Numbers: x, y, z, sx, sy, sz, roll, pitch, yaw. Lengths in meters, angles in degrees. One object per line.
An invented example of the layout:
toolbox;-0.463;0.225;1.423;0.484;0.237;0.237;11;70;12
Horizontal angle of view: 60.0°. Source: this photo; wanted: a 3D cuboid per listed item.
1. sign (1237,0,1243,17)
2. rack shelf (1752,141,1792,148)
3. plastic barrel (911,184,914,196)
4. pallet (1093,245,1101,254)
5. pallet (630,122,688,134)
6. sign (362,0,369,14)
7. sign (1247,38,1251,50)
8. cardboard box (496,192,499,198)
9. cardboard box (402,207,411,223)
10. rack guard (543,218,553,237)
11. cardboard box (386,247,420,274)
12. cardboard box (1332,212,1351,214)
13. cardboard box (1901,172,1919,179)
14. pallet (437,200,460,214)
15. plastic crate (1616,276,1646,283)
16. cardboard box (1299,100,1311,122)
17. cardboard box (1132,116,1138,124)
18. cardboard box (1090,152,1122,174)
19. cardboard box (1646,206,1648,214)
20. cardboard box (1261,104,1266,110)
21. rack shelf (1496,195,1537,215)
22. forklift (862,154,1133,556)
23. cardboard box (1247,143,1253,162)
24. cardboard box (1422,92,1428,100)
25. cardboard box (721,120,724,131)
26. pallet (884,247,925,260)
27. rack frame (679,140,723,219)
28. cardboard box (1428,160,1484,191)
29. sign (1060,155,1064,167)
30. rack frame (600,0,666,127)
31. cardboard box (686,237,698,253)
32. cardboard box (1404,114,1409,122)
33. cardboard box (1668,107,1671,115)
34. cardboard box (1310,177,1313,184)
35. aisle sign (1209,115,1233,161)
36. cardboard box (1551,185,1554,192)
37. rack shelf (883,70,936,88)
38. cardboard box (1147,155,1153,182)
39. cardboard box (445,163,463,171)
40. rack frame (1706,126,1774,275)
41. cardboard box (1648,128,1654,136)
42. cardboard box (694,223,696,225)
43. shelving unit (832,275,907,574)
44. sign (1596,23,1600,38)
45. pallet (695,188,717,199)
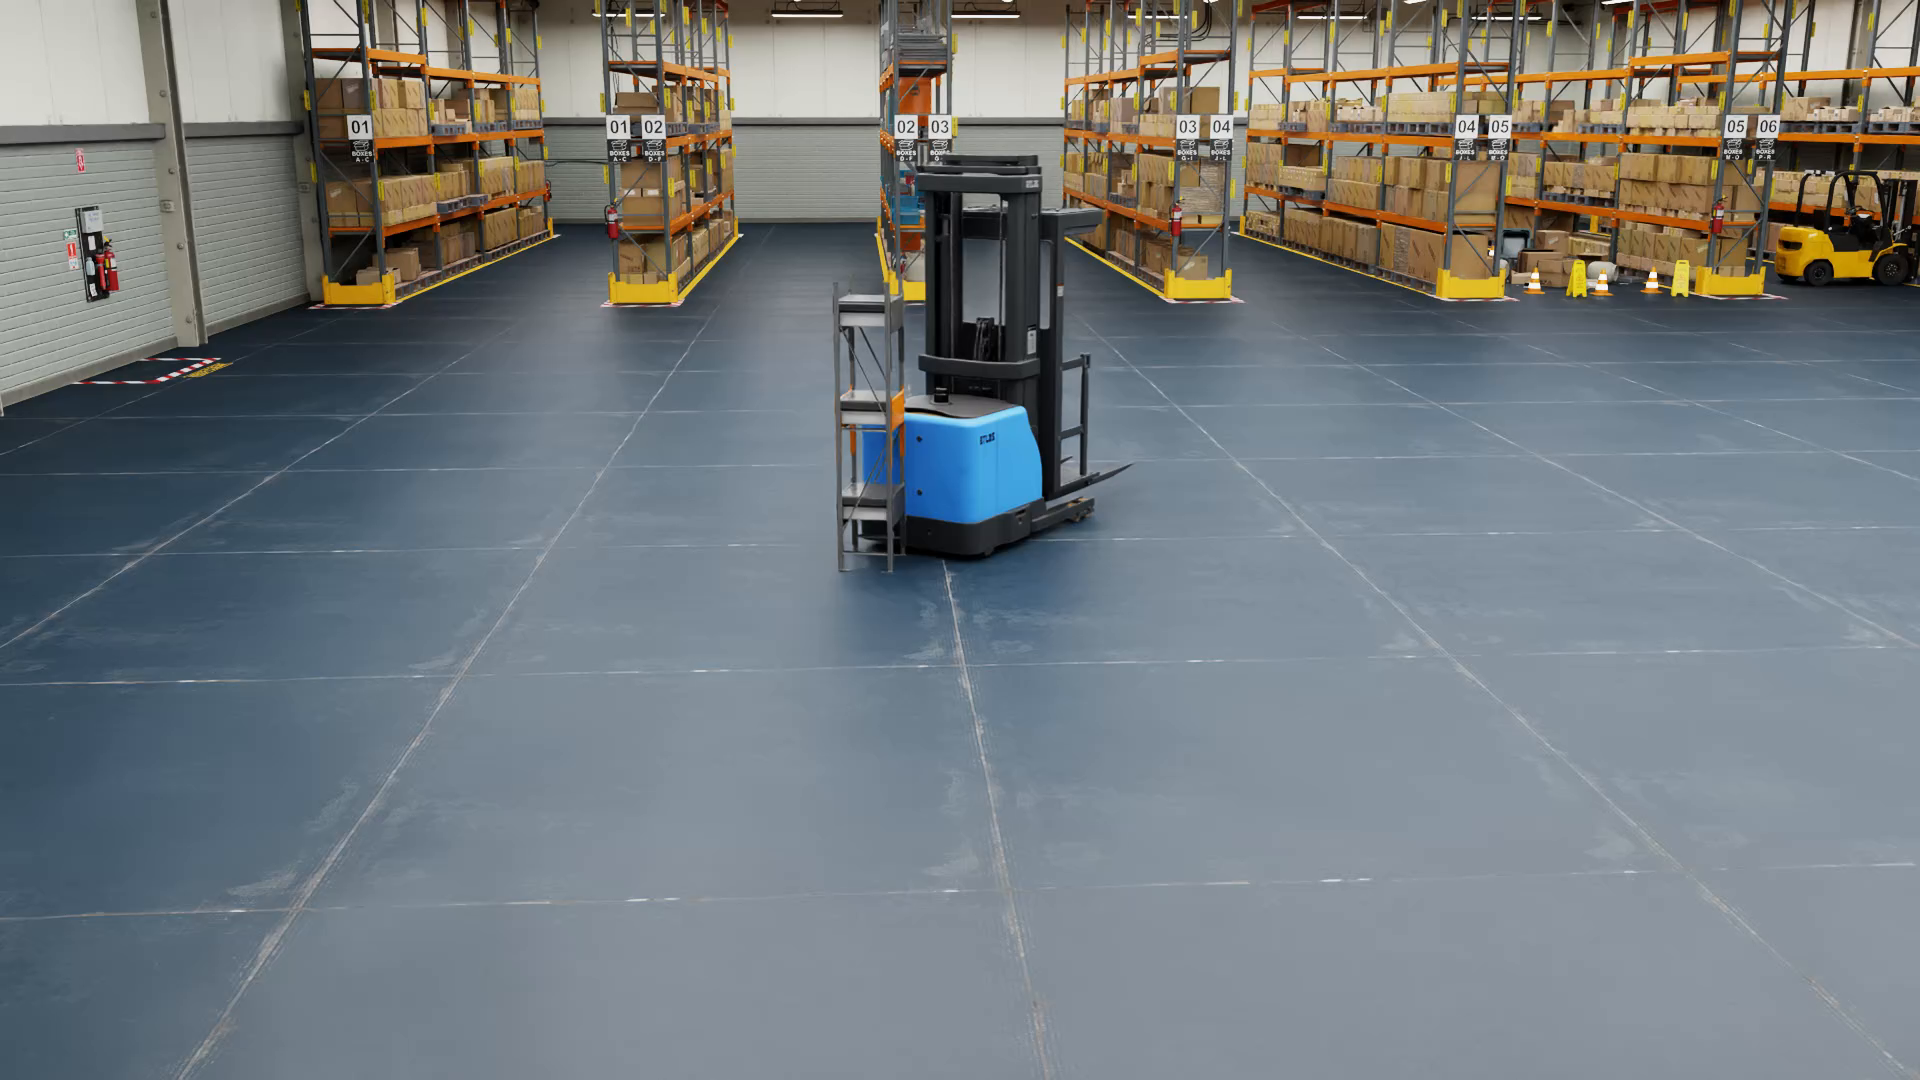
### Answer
sign;4.841;-9.231;28.810;0.100;0.325;0.005;-1;14;-3
rack shelf;18.525;-9.648;39.929;1.077;0.370;4.000;-1;14;-3
plastic barrel;-0.837;-7.436;35.684;0.421;0.512;0.421;0;14;0
pallet;3.757;-6.965;39.674;1.003;0.211;1.213;-1;14;-3
pallet;-5.757;-7.867;31.741;1.003;0.211;1.213;-1;14;-3
sign;-9.991;-9.001;27.918;0.100;0.325;0.005;-1;14;-3
sign;7.723;-13.245;44.410;0.100;0.325;0.005;-1;14;-3
cardboard box;-10.932;-8.007;38.590;0.380;0.149;0.250;0;14;-2
cardboard box;-10.318;-5.916;30.260;0.500;0.250;0.500;-1;14;-4
rack guard;-11.525;-8.372;44.560;1.175;0.500;0.348;-1;14;-3
cardboard box;-10.676;-5.337;31.882;0.500;0.500;0.500;-2;15;-8
cardboard box;8.928;-7.525;38.921;0.500;0.250;0.500;-1;14;-4
cardboard box;18.779;-7.155;32.717;0.380;0.149;0.250;-1;14;-4
pallet;-10.682;-6.691;33.397;1.003;0.211;1.213;-1;14;-3
plastic crate;13.221;-5.157;32.909;0.402;0.080;0.583;-6;16;-23
cardboard box;8.477;-10.182;39.510;0.797;0.503;0.637;-1;14;-4
cardboard box;3.835;-8.829;34.927;0.380;0.166;0.250;-1;14;-5
cardboard box;3.604;-9.186;40.496;0.797;0.503;0.637;-1;14;-5
cardboard box;13.784;-6.514;32.827;0.380;0.149;0.250;-1;14;-4
cardboard box;8.057;-11.266;43.270;0.380;0.149;0.250;0;14;-2
rack shelf;13.571;-8.118;40.001;1.077;0.370;4.000;-1;14;-3
forklift;0.453;-1.615;13.421;1.130;2.935;3.031;9;17;31
cardboard box;8.028;-10.418;44.693;0.500;0.500;0.500;-1;14;-4
cardboard box;8.818;-8.242;30.879;0.380;0.149;0.250;-1;14;-4
cardboard box;-6.142;-10.288;41.273;0.500;0.250;0.500;-1;14;-3
pallet;-1.230;-6.584;38.194;1.003;0.211;1.213;-1;14;-3
rack frame;-6.332;-8.659;40.660;1.000;3.000;0.127;-1;14;-3
cardboard box;9.146;-6.702;30.585;0.875;0.550;0.550;-1;14;-3
sign;2.754;-10.256;44.972;0.100;0.325;0.005;-1;14;-3
rack frame;-5.588;-8.580;28.313;1.000;3.000;0.127;-1;14;-3
cardboard box;-5.639;-6.044;34.046;0.500;0.311;0.500;-1;14;-4
cardboard box;8.756;-8.107;31.955;0.380;0.149;0.250;-1;14;-4
cardboard box;13.815;-8.223;31.849;0.380;0.149;0.250;-1;14;-2
cardboard box;8.257;-8.275;38.234;0.380;0.149;0.250;0;14;-1
aisle sign;4.603;-7.075;29.285;0.394;0.787;0.004;-1;14;-3
cardboard box;13.513;-7.896;37.357;0.380;0.149;0.250;-2;15;-7
rack shelf;-1.016;-9.605;34.546;1.077;0.370;4.000;-1;14;-3
cardboard box;3.889;-7.133;31.927;0.500;0.500;0.500;-1;14;-3
cardboard box;-10.977;-8.077;36.013;0.380;0.149;0.250;-3;15;-11
rack frame;14.190;-5.979;30.246;1.000;3.000;0.127;-1;14;-3
cardboard box;13.779;-8.035;32.720;0.380;0.149;0.250;0;14;-2
cardboard box;-6.447;-7.155;38.947;0.500;0.500;0.500;-1;14;-6
shelving unit;-0.648;-0.841;12.079;0.431;2.100;0.503;2;15;9
sign;14.236;-11.376;37.147;0.100;0.325;0.005;-1;14;-3
pallet;-6.209;-8.055;38.697;1.003;0.211;1.213;-1;14;-3
